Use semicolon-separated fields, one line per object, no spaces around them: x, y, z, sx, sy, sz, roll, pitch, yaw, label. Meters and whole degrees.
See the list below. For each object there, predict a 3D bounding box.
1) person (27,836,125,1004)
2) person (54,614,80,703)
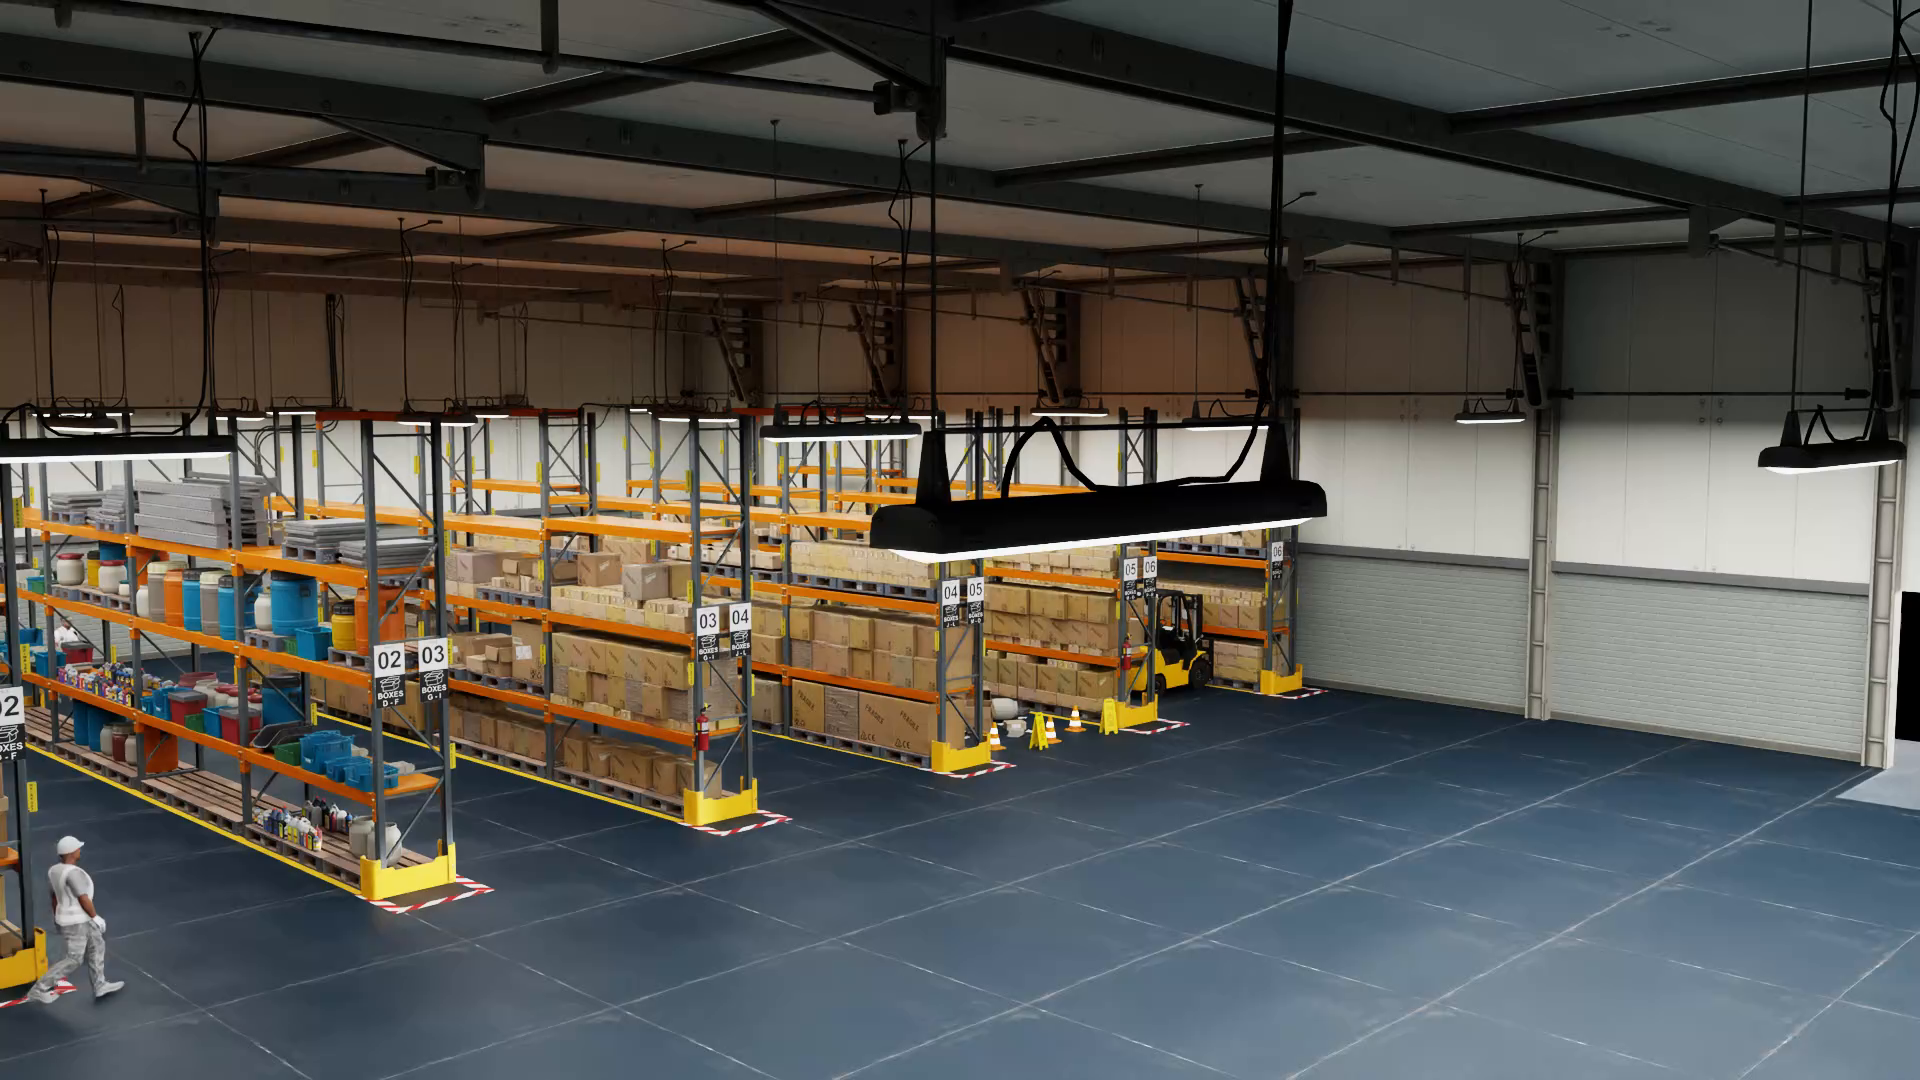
-9.217;3.932;17.264;0.933;1.742;0.576;-4;6;-38;person
-18.409;2.418;34.230;0.418;1.783;0.625;4;6;36;person
